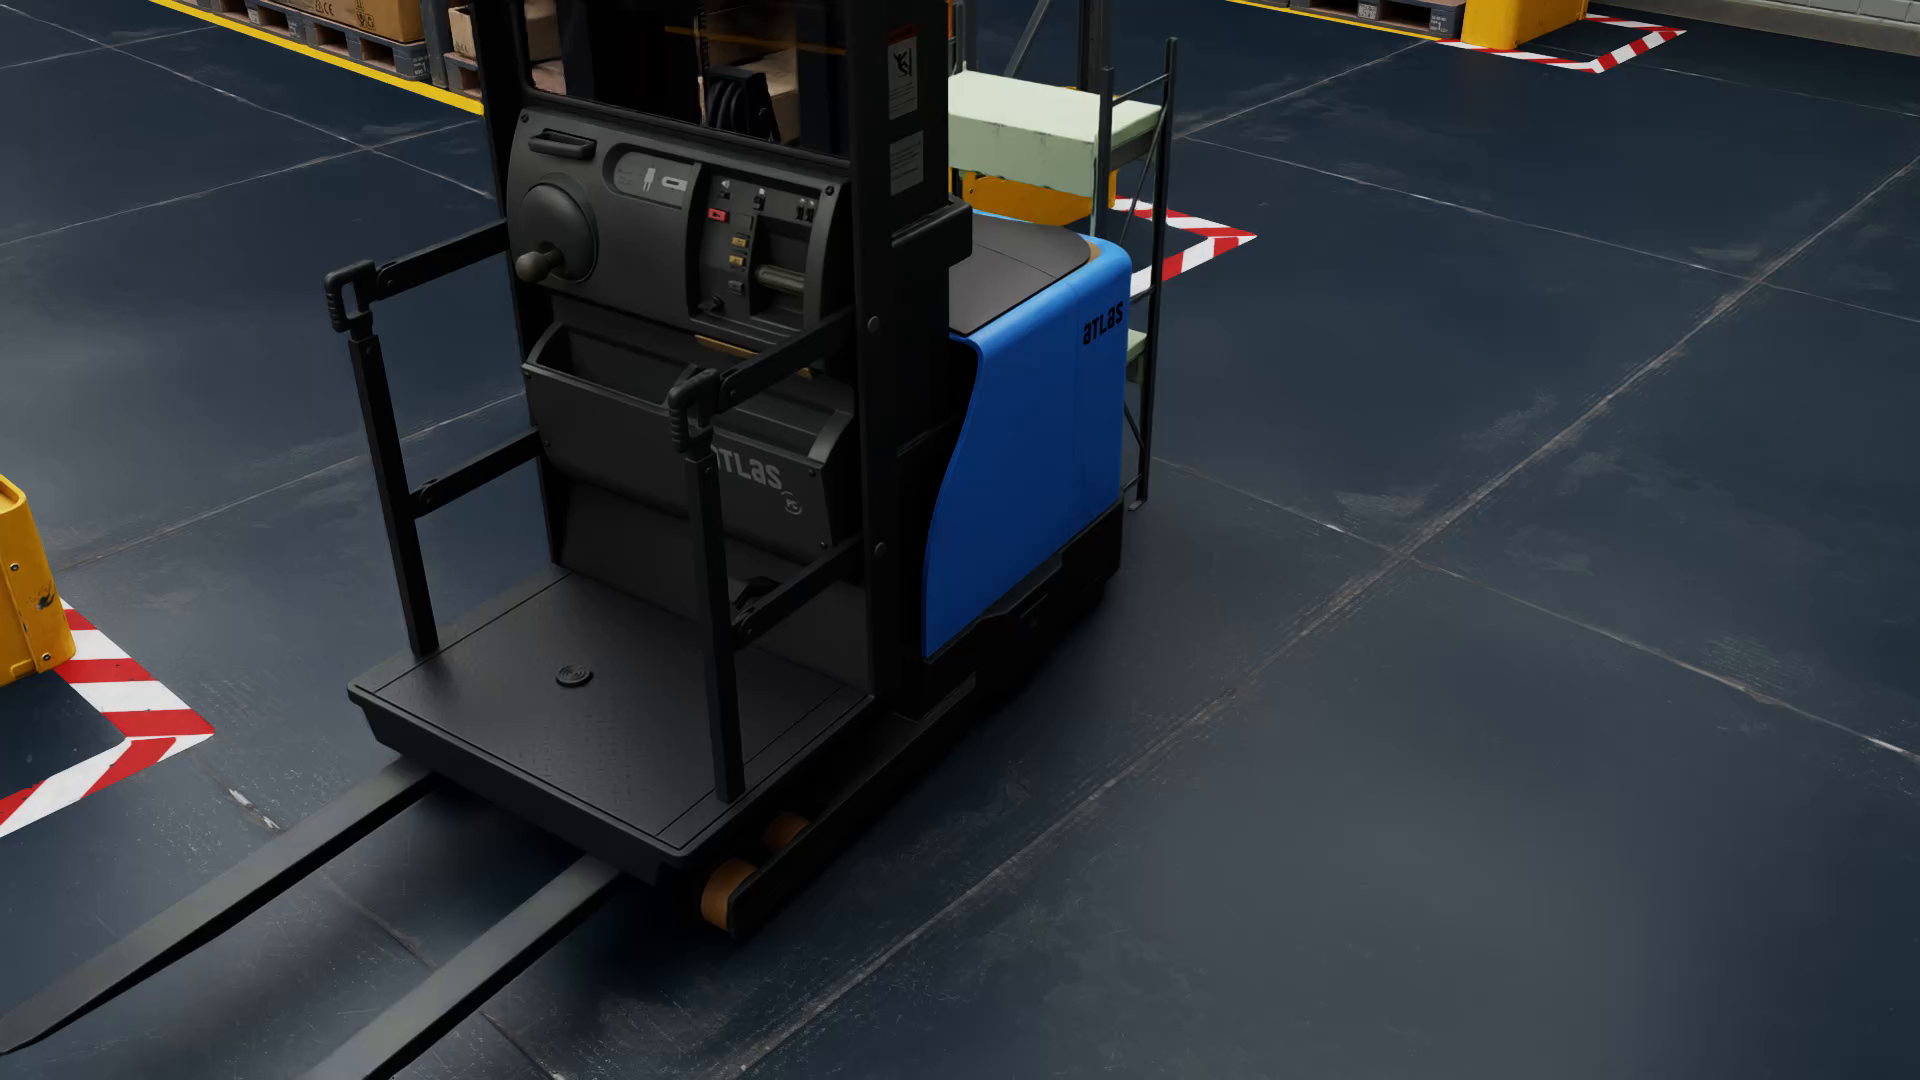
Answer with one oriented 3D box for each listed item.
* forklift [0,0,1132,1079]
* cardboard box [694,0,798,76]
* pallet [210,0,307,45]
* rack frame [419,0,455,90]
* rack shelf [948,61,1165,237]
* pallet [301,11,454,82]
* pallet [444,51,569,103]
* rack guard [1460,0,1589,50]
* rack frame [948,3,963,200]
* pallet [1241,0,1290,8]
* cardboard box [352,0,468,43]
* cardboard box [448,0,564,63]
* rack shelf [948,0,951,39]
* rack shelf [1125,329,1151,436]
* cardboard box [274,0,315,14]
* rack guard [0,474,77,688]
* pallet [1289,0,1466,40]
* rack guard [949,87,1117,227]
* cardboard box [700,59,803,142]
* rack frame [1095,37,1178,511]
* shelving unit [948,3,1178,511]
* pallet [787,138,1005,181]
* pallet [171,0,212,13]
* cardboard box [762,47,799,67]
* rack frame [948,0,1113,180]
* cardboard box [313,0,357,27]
[{"bbox_3d":[-0.761,-0.646,3.481,1.130,2.935,3.031,19,36,29],"label":"forklift"},{"bbox_3d":[-1.269,-2.548,8.567,0.637,0.503,0.797,25,39,35],"label":"cardboard box"},{"bbox_3d":[-4.202,-3.571,10.978,1.213,0.211,1.003,25,39,35],"label":"pallet"},{"bbox_3d":[-2.665,-4.077,9.114,0.127,3.000,1.000,25,39,35],"label":"rack frame"},{"bbox_3d":[0.192,-1.132,4.919,0.720,0.370,0.431,19,36,29],"label":"rack shelf"},{"bbox_3d":[-3.293,-3.149,10.277,1.213,0.211,1.003,25,39,35],"label":"pallet"},{"bbox_3d":[-2.156,-2.644,9.438,1.213,0.211,1.003,25,39,35],"label":"pallet"},{"bbox_3d":[3.640,-3.509,10.594,0.348,0.500,1.175,25,39,35],"label":"rack guard"},{"bbox_3d":[-0.111,-0.903,5.296,0.023,1.500,0.400,19,36,29],"label":"rack frame"},{"bbox_3d":[2.076,-4.062,11.794,1.213,0.211,1.003,25,39,35],"label":"pallet"},{"bbox_3d":[-3.223,-3.256,9.747,0.500,0.500,0.500,25,39,35],"label":"cardboard box"},{"bbox_3d":[-2.499,-2.885,9.315,0.500,0.311,0.500,25,39,35],"label":"cardboard box"},{"bbox_3d":[-1.182,-3.076,8.150,4.000,0.370,1.077,25,39,35],"label":"rack shelf"},{"bbox_3d":[0.192,-0.518,5.288,0.720,0.370,0.431,19,36,29],"label":"rack shelf"},{"bbox_3d":[-3.956,-3.604,10.325,0.500,0.500,0.500,26,39,36],"label":"cardboard box"},{"bbox_3d":[-2.999,0.275,4.309,0.348,0.500,1.175,25,39,35],"label":"rack guard"},{"bbox_3d":[2.977,-3.640,11.092,1.213,0.211,1.003,25,39,35],"label":"pallet"},{"bbox_3d":[0.244,-1.648,7.503,0.348,0.500,1.175,25,39,35],"label":"rack guard"},{"bbox_3d":[-0.952,-2.137,8.131,0.500,0.250,0.500,25,39,35],"label":"cardboard box"},{"bbox_3d":[0.495,-0.692,4.944,0.023,1.500,0.400,19,36,29],"label":"rack frame"},{"bbox_3d":[0.192,-0.797,5.120,0.755,1.500,0.431,19,36,29],"label":"shelving unit"},{"bbox_3d":[-0.347,-1.800,8.035,1.213,0.211,1.003,25,39,35],"label":"pallet"},{"bbox_3d":[-5.103,-3.994,11.679,1.213,0.211,1.003,25,39,35],"label":"pallet"},{"bbox_3d":[-0.653,-2.346,8.478,0.500,0.250,0.500,25,39,35],"label":"cardboard box"},{"bbox_3d":[0.301,-2.692,6.814,0.127,3.000,1.000,25,39,35],"label":"rack frame"},{"bbox_3d":[-3.584,-3.430,10.036,0.500,0.500,0.500,25,39,35],"label":"cardboard box"}]
